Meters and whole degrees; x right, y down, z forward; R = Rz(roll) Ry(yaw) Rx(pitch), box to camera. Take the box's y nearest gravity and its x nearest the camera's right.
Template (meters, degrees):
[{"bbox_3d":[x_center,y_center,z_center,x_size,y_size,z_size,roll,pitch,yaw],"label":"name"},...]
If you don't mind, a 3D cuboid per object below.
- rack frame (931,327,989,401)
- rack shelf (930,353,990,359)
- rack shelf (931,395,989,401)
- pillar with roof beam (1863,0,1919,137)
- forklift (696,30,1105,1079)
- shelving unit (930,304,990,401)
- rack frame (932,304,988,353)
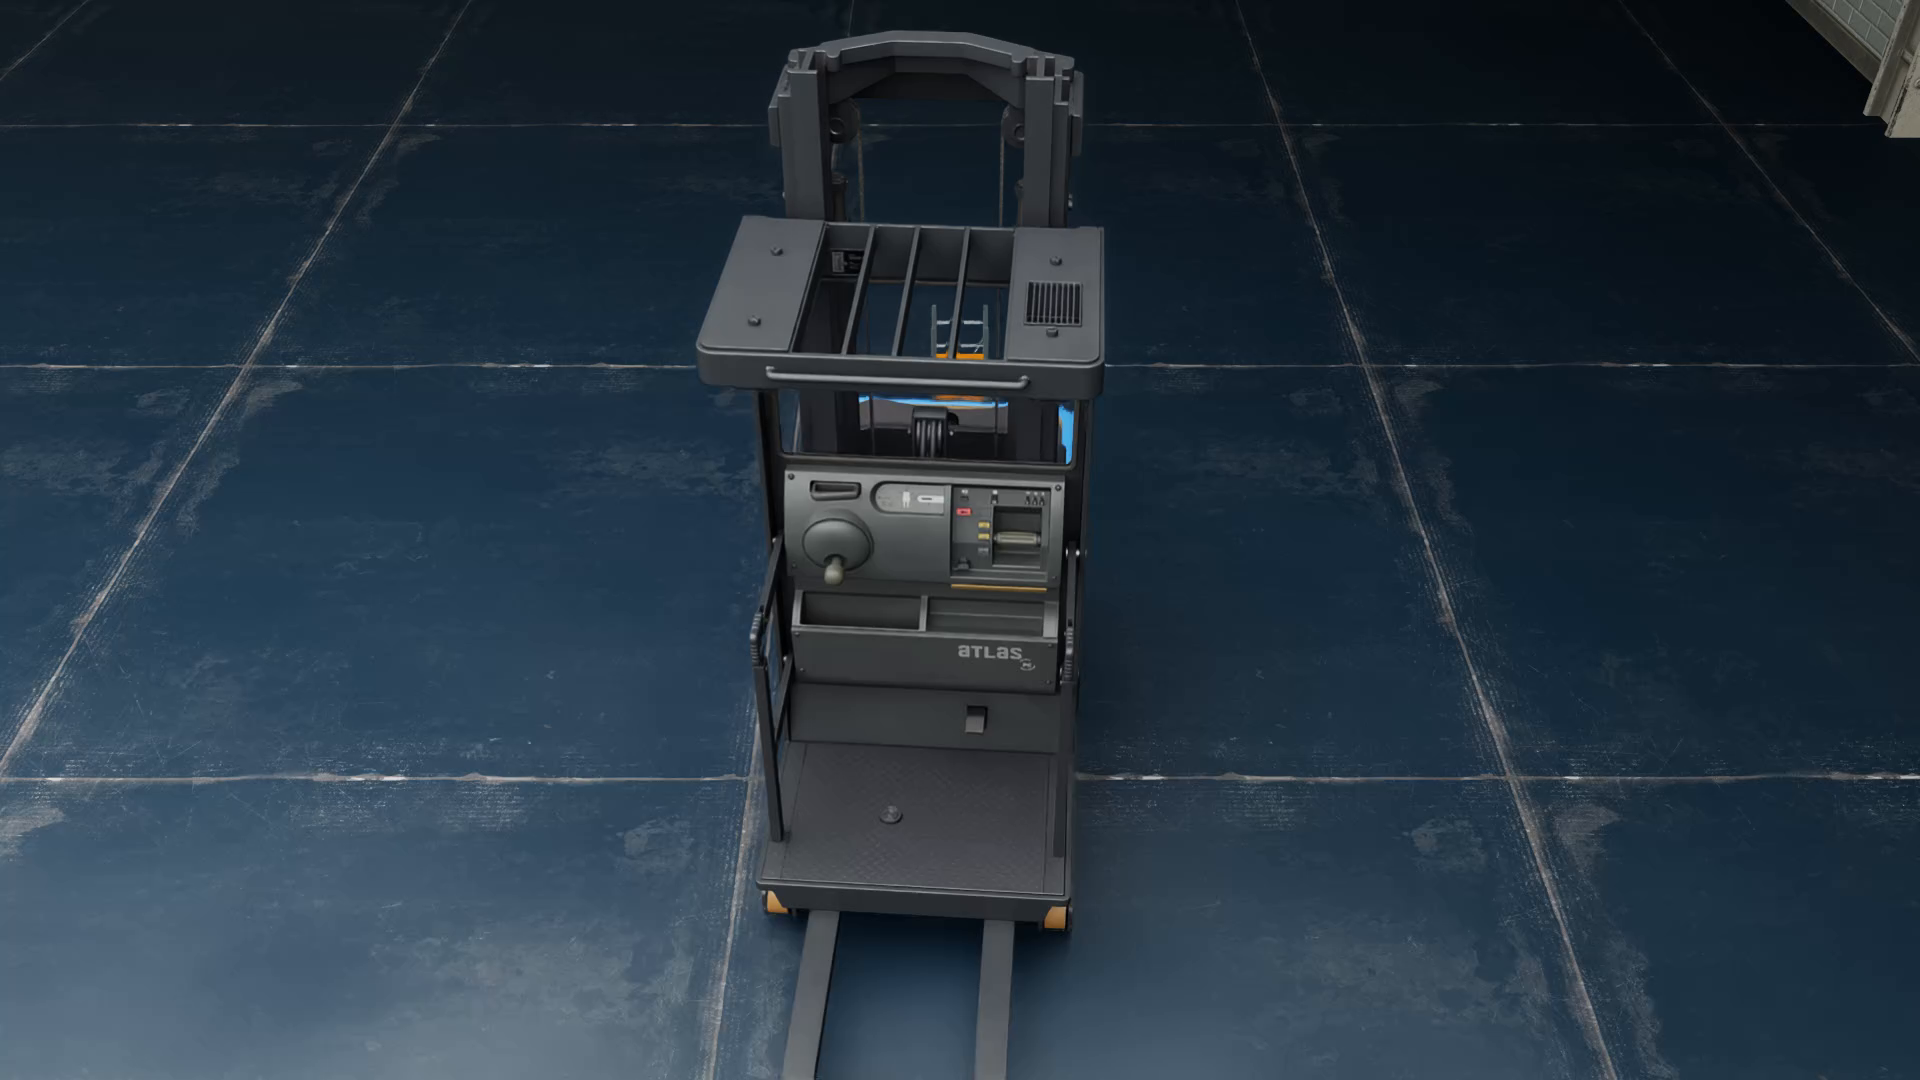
[{"bbox_3d":[0.000,-0.420,7.315,0.240,1.200,0.006,0,39,0],"label":"rack frame"},{"bbox_3d":[0.000,-0.724,7.189,0.258,0.103,0.180,0,39,0],"label":"rack shelf"},{"bbox_3d":[0.000,-0.630,7.264,0.258,0.103,0.180,0,39,0],"label":"rack shelf"},{"bbox_3d":[2.045,-6.322,8.443,9.100,9.000,0.400,0,39,0],"label":"pillar with roof beam"},{"bbox_3d":[-0.132,0.040,5.357,1.130,2.935,3.031,2,39,3],"label":"forklift"},{"bbox_3d":[0.000,-0.477,7.386,0.258,1.200,0.189,0,39,0],"label":"shelving unit"},{"bbox_3d":[0.000,-0.534,7.457,0.240,1.200,0.006,0,39,0],"label":"rack frame"}]
